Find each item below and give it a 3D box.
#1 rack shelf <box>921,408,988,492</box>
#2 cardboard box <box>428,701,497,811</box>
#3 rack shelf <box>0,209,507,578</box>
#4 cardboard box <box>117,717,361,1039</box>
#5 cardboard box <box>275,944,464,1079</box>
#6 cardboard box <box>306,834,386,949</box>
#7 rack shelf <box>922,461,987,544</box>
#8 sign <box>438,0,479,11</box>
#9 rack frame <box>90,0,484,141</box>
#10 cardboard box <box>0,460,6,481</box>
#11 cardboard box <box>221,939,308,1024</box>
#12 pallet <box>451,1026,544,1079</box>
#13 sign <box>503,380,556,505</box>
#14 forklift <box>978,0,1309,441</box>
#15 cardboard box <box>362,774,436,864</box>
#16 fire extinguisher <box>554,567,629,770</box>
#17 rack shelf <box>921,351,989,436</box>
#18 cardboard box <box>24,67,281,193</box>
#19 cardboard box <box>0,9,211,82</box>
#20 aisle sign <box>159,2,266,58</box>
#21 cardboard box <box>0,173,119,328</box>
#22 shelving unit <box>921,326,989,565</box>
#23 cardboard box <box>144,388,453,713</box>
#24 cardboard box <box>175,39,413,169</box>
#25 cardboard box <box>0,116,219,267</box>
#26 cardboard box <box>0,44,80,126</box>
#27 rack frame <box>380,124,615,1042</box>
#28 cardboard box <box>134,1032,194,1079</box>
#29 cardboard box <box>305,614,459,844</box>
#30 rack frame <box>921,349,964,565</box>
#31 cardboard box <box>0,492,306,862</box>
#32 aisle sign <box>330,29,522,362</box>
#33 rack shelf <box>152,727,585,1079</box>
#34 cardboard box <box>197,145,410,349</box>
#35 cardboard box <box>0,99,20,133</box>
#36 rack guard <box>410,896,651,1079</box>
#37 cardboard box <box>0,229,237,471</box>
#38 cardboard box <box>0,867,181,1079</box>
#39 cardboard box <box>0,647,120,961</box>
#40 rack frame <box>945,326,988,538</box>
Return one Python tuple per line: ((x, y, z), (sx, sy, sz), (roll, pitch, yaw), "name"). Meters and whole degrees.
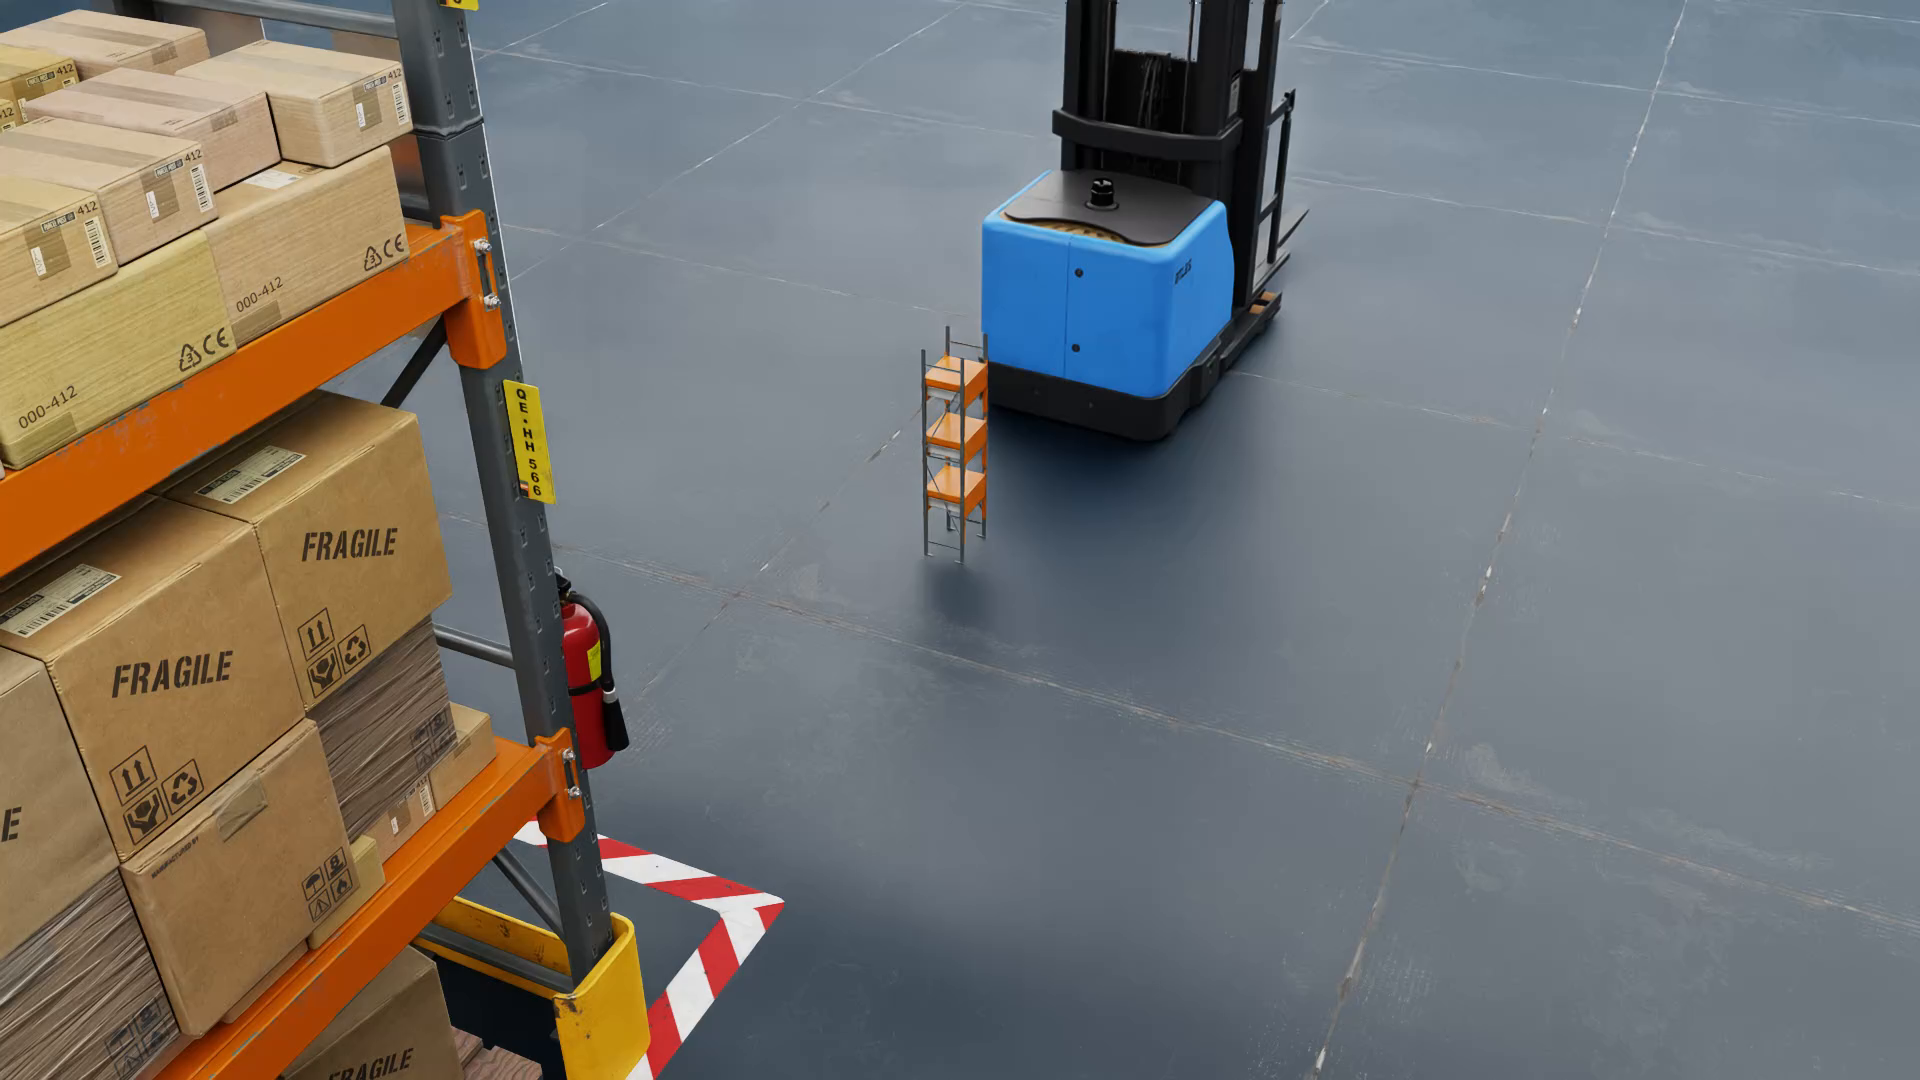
((-0.022, -0.404, 7.427), (0.215, 0.259, 0.240), (14, 36, 20), "rack shelf")
((-1.469, 0.539, 4.421), (0.380, 0.149, 0.250), (14, 36, 20), "cardboard box")
((-2.374, 0.287, 2.497), (1.077, 0.370, 4.000), (14, 36, 20), "rack shelf")
((-1.892, 0.623, 3.702), (0.875, 0.500, 0.500), (14, 36, 20), "cardboard box")
((-1.813, 1.422, 4.743), (0.500, 0.500, 0.500), (21, 39, 29), "cardboard box")
((-1.632, 0.800, 4.024), (0.380, 0.149, 0.250), (14, 36, 20), "cardboard box")
((-0.022, -0.171, 7.580), (0.215, 0.259, 0.240), (14, 36, 20), "rack shelf")
((-1.041, -1.242, 3.366), (0.100, 0.325, 0.005), (14, 36, 20), "sign")
((-1.537, -2.264, 2.996), (1.000, 3.000, 0.127), (14, 36, 20), "rack frame")
((-1.936, -0.146, 2.638), (0.500, 0.250, 0.500), (15, 36, 22), "cardboard box")
((-1.750, 0.921, 3.839), (0.380, 0.149, 0.250), (14, 36, 20), "cardboard box")
((-1.941, 1.845, 4.743), (1.003, 0.211, 1.213), (14, 36, 20), "pallet")
((-1.041, -0.234, 4.027), (0.100, 0.325, 0.005), (14, 36, 20), "sign")
((1.223, -2.513, 8.910), (1.130, 2.935, 3.031), (16, 36, 23), "forklift")
((-1.574, 0.664, 4.232), (0.380, 0.149, 0.250), (14, 36, 20), "cardboard box")
((-1.070, 0.326, 4.588), (0.296, 0.674, 0.183), (14, 36, 20), "fire extinguisher")
((-0.022, -0.641, 7.272), (0.215, 0.259, 0.240), (14, 36, 20), "rack shelf")
((-1.585, -0.801, 3.274), (0.380, 0.149, 0.250), (13, 35, 19), "cardboard box")
((-1.862, -1.029, 3.622), (0.380, 0.149, 0.250), (14, 36, 20), "cardboard box")
((-1.783, -0.942, 4.080), (0.394, 0.787, 0.004), (14, 36, 20), "aisle sign")
((-1.683, -0.509, 2.828), (0.380, 0.149, 0.250), (14, 36, 21), "cardboard box")
((-0.022, -0.412, 7.421), (0.215, 1.050, 0.252), (14, 36, 20), "shelving unit")
((-1.543, -0.009, 3.754), (0.500, 0.500, 0.500), (14, 36, 20), "cardboard box")
((-1.370, -0.904, 3.430), (0.380, 0.149, 0.250), (14, 36, 20), "cardboard box")
((-1.600, -0.640, 3.027), (0.380, 0.149, 0.250), (13, 35, 18), "cardboard box")
((-2.058, -0.923, 3.459), (0.380, 0.149, 0.250), (15, 36, 22), "cardboard box")
((-1.537, 0.245, 4.641), (1.000, 3.000, 0.127), (14, 36, 20), "rack frame")
((-1.892, 1.036, 3.664), (0.380, 0.149, 0.250), (14, 36, 20), "cardboard box")
((-1.792, 0.346, 4.124), (0.875, 0.500, 0.500), (14, 36, 20), "cardboard box")
((-0.073, -0.352, 7.329), (0.200, 1.050, 0.008), (14, 36, 20), "rack frame")
((-1.746, 0.241, 3.372), (0.500, 0.500, 0.500), (14, 36, 20), "cardboard box")
((-1.238, -0.804, 3.870), (0.394, 0.787, 0.004), (14, 36, 20), "aisle sign")
((-2.374, 1.542, 3.319), (1.077, 0.370, 4.000), (14, 36, 20), "rack shelf")
((-1.508, -0.648, 3.405), (0.500, 0.250, 0.500), (15, 36, 22), "cardboard box")
((-2.052, -0.768, 3.224), (0.380, 0.149, 0.250), (14, 36, 20), "cardboard box")
((-1.569, 1.328, 5.269), (1.175, 0.500, 0.348), (14, 36, 20), "rack guard")
((-1.714, -0.399, 3.024), (0.500, 0.250, 0.500), (14, 36, 21), "cardboard box")
((-2.141, 0.862, 3.338), (0.875, 0.500, 0.500), (14, 36, 20), "cardboard box")
((-1.958, 0.490, 2.993), (0.500, 0.500, 0.500), (14, 36, 20), "cardboard box")
((0.029, -0.473, 7.514), (0.200, 1.050, 0.008), (14, 36, 20), "rack frame")
